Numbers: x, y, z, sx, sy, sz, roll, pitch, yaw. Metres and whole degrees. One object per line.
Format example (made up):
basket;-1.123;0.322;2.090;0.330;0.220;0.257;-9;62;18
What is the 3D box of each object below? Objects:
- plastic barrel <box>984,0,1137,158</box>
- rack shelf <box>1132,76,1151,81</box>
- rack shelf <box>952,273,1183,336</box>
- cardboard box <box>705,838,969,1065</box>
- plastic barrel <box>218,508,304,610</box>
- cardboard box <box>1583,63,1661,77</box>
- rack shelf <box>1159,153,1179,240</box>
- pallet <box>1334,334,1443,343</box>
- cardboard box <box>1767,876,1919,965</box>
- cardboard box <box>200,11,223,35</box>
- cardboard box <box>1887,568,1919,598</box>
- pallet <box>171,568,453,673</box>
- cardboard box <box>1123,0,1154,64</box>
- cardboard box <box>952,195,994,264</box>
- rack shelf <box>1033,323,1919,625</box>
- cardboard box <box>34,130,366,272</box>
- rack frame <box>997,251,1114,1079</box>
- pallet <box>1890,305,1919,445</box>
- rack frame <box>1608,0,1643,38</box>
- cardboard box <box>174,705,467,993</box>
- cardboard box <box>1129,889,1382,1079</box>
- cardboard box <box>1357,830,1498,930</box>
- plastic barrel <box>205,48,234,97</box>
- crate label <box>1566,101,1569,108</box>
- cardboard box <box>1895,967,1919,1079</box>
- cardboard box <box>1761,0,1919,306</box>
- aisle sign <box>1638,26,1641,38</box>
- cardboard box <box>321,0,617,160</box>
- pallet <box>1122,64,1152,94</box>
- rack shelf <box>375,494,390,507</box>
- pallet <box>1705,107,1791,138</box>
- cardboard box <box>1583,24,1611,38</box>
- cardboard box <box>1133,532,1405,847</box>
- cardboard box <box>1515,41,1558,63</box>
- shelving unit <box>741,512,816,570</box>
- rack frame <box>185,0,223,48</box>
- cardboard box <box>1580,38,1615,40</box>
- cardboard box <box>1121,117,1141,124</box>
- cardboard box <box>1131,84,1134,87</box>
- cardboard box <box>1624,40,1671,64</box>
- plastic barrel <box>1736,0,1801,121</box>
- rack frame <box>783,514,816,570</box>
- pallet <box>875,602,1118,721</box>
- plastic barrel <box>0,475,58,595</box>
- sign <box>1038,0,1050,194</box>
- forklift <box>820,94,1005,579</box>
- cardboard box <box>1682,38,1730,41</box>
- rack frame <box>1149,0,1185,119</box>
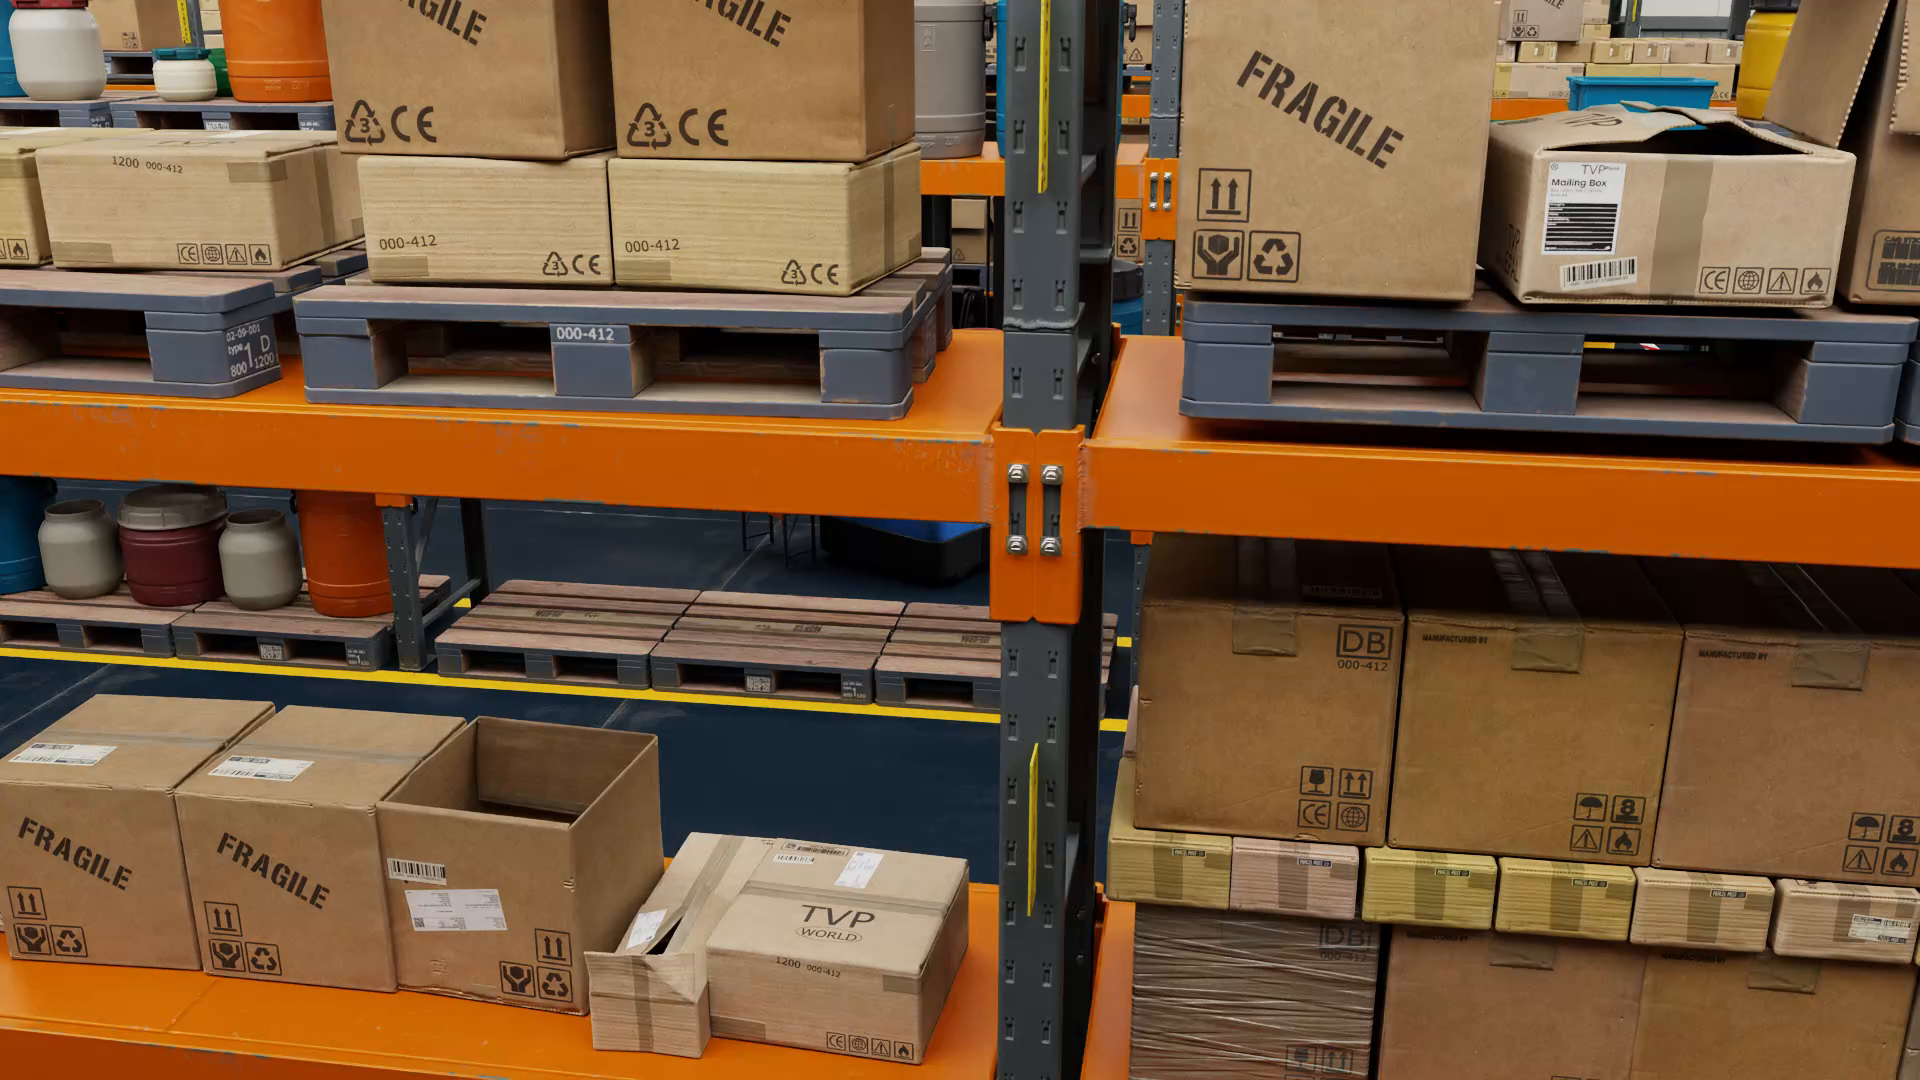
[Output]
plastic barrel;0.470;-2.270;7.842;0.708;0.901;0.600;3;19;9
rack shelf;0.704;-4.934;17.730;4.000;0.370;1.077;3;19;9
rack shelf;-0.182;-1.963;13.577;4.000;0.370;1.077;3;19;9
cardboard box;-0.276;0.960;3.944;0.500;0.250;0.500;4;19;12
plastic barrel;-4.000;0.108;9.513;0.421;0.512;0.421;0;18;0
cardboard box;4.732;-3.323;12.015;0.500;0.250;0.500;3;19;9
rack shelf;2.981;-1.633;7.862;4.000;0.370;1.077;3;19;9
pallet;4.625;-2.307;17.864;1.213;0.211;1.003;3;19;9
cardboard box;1.725;0.682;3.356;0.250;0.149;0.380;2;19;7
cardboard box;-8.261;-5.815;18.677;0.500;0.250;0.500;3;19;8
cardboard box;2.143;0.333;3.378;0.500;0.500;0.700;3;19;9
pallet;-3.728;0.442;9.648;1.213;0.211;1.003;3;19;9
cardboard box;1.344;-3.929;12.766;0.637;0.503;0.797;2;19;6
cardboard box;0.066;-2.510;13.253;0.637;0.503;0.797;5;19;14
rack shelf;2.192;-0.081;3.224;4.000;0.370;1.077;3;19;9
cardboard box;-1.661;-0.766;3.713;0.500;0.250;0.500;1;19;4
rack frame;0.217;0.900;3.887;0.127;3.000;1.000;3;19;9
pallet;2.265;-0.384;3.135;1.213;0.211;1.003;3;19;9
rack frame;6.628;-6.396;16.237;0.127;3.000;1.000;3;19;9
cardboard box;-1.553;0.757;4.157;0.500;0.500;0.500;3;19;9
cardboard box;0.657;0.873;3.810;0.500;0.500;0.700;2;19;7
cardboard box;0.955;0.644;3.472;0.250;0.149;0.380;2;19;7
plastic barrel;-3.952;-2.527;8.983;0.294;0.245;0.294;0;18;0
crate label;3.160;-2.000;8.061;0.408;0.251;0.502;3;19;9
cardboard box;2.179;0.949;3.582;0.500;0.500;0.700;3;19;10
cardboard box;1.823;-0.715;2.940;0.637;0.503;0.797;5;19;15
aisle sign;6.651;-4.686;16.485;0.004;0.787;0.394;3;19;9
cardboard box;-0.951;-1.071;3.443;0.500;0.500;0.500;5;19;14
pallet;1.200;-3.602;12.908;1.003;0.211;1.213;3;19;9
rack shelf;-4.917;-0.613;9.541;4.000;0.370;1.077;3;19;9
pallet;4.155;-1.856;7.693;1.213;0.211;1.003;3;19;9
cardboard box;6.246;-5.012;16.403;0.250;0.149;0.380;3;19;9
cardboard box;0.657;0.257;3.604;0.500;0.500;0.700;3;19;9
cardboard box;4.135;-3.527;11.997;0.250;0.149;0.380;2;19;6
shelving unit;-1.195;-0.462;10.794;0.258;1.200;0.503;-15;24;-38
rack frame;-6.106;-5.451;13.413;0.127;3.000;1.000;3;19;9
cardboard box;4.739;-3.683;12.463;0.250;0.149;0.380;4;19;11
cardboard box;1.680;-4.322;17.761;0.500;0.500;0.700;3;19;8
cardboard box;2.190;-5.987;22.158;0.250;0.149;0.380;2;19;7
cardboard box;4.892;-3.488;11.882;0.250;0.149;0.380;2;19;6
plastic barrel;3.810;-2.179;7.403;0.600;0.588;0.600;0;18;0
rack frame;-1.038;-0.403;10.617;0.240;1.200;0.015;-15;24;-38
pallet;0.225;0.643;9.049;1.213;0.211;1.003;3;19;9
plastic barrel;-5.658;-0.190;9.790;0.708;0.901;0.600;3;19;9
sign;0.141;-0.747;2.770;0.005;0.325;0.100;3;19;9
forklift;0.383;-1.546;11.305;1.130;2.935;3.031;14;23;36
cardboard box;5.507;-3.629;12.303;0.250;0.149;0.380;3;19;8
rack frame;1.007;-3.497;7.572;0.127;3.000;1.000;3;19;9
